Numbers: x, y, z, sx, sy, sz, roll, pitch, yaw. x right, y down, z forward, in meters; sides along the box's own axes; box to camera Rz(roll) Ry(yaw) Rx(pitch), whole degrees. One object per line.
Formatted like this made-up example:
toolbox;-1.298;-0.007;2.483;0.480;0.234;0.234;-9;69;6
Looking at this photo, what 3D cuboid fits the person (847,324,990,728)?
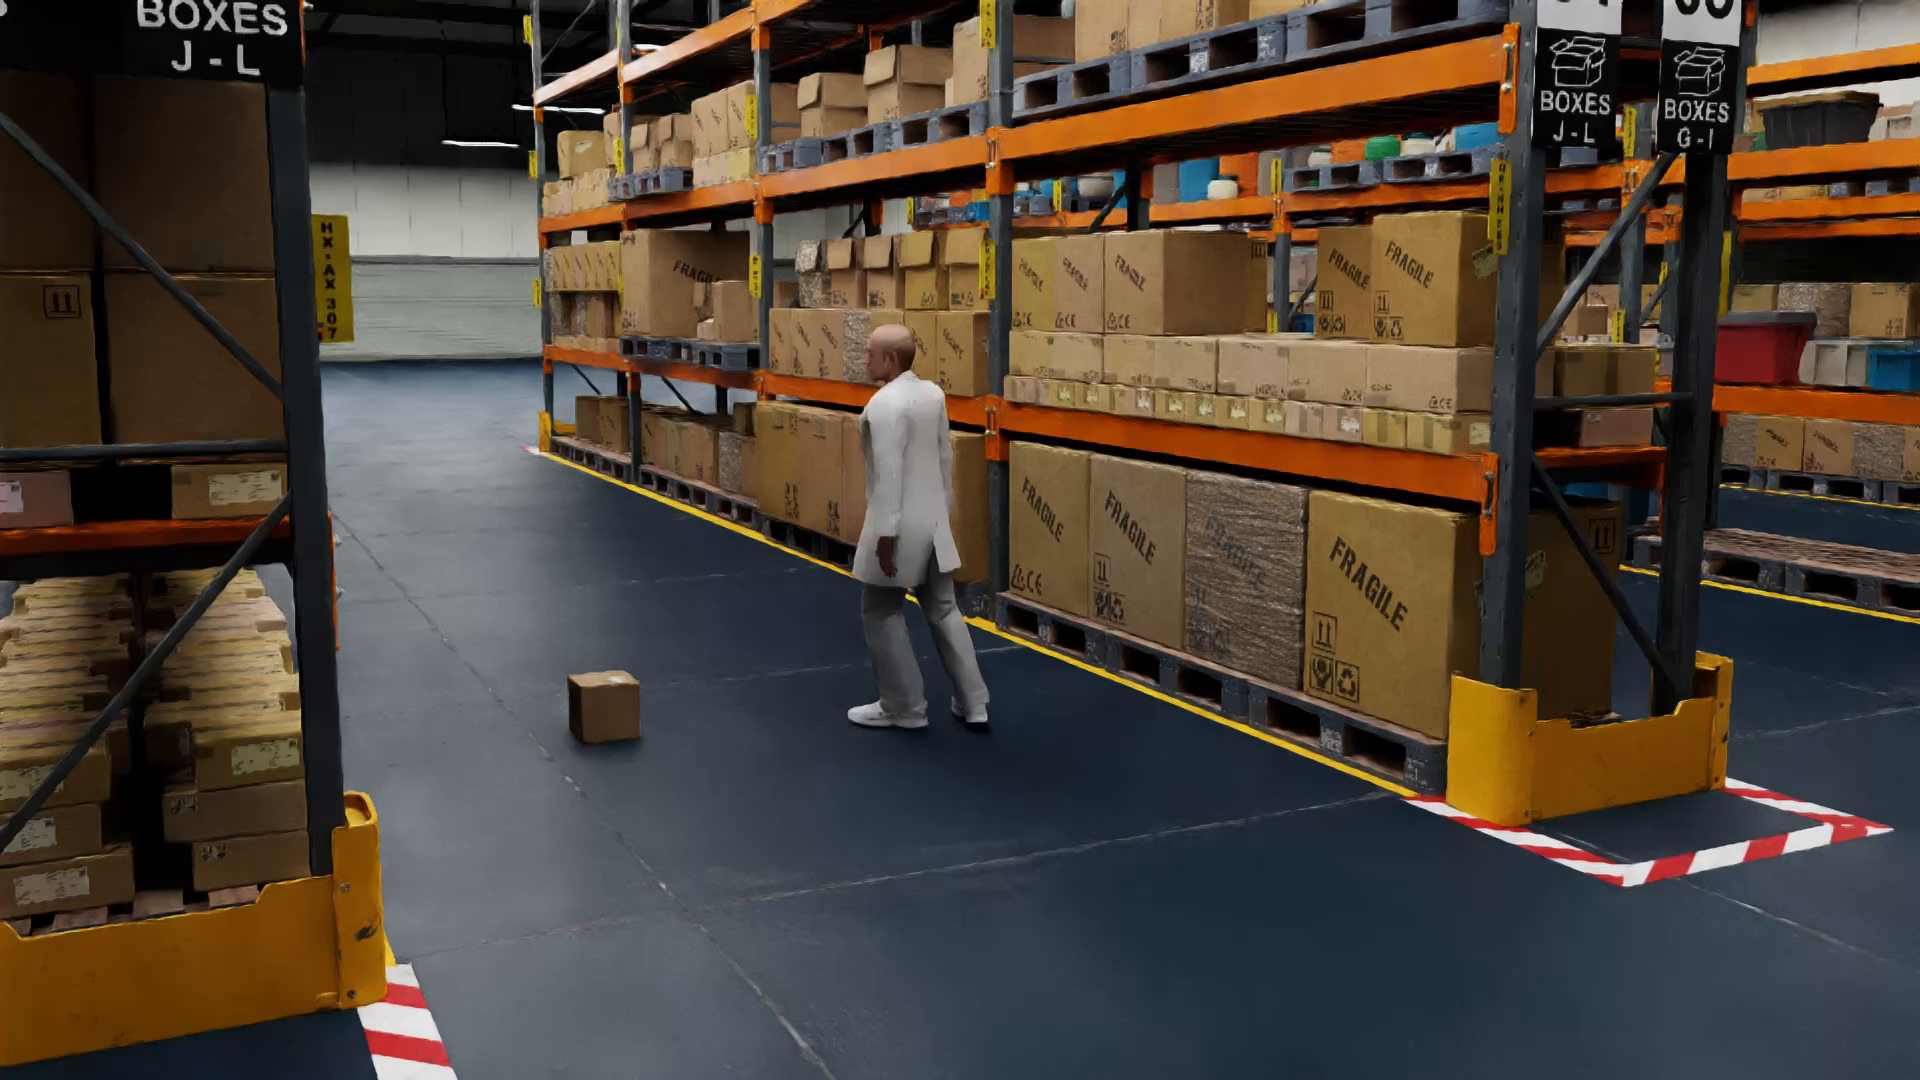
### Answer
person;-0.180;-0.051;7.242;0.627;1.768;0.612;5;10;31
